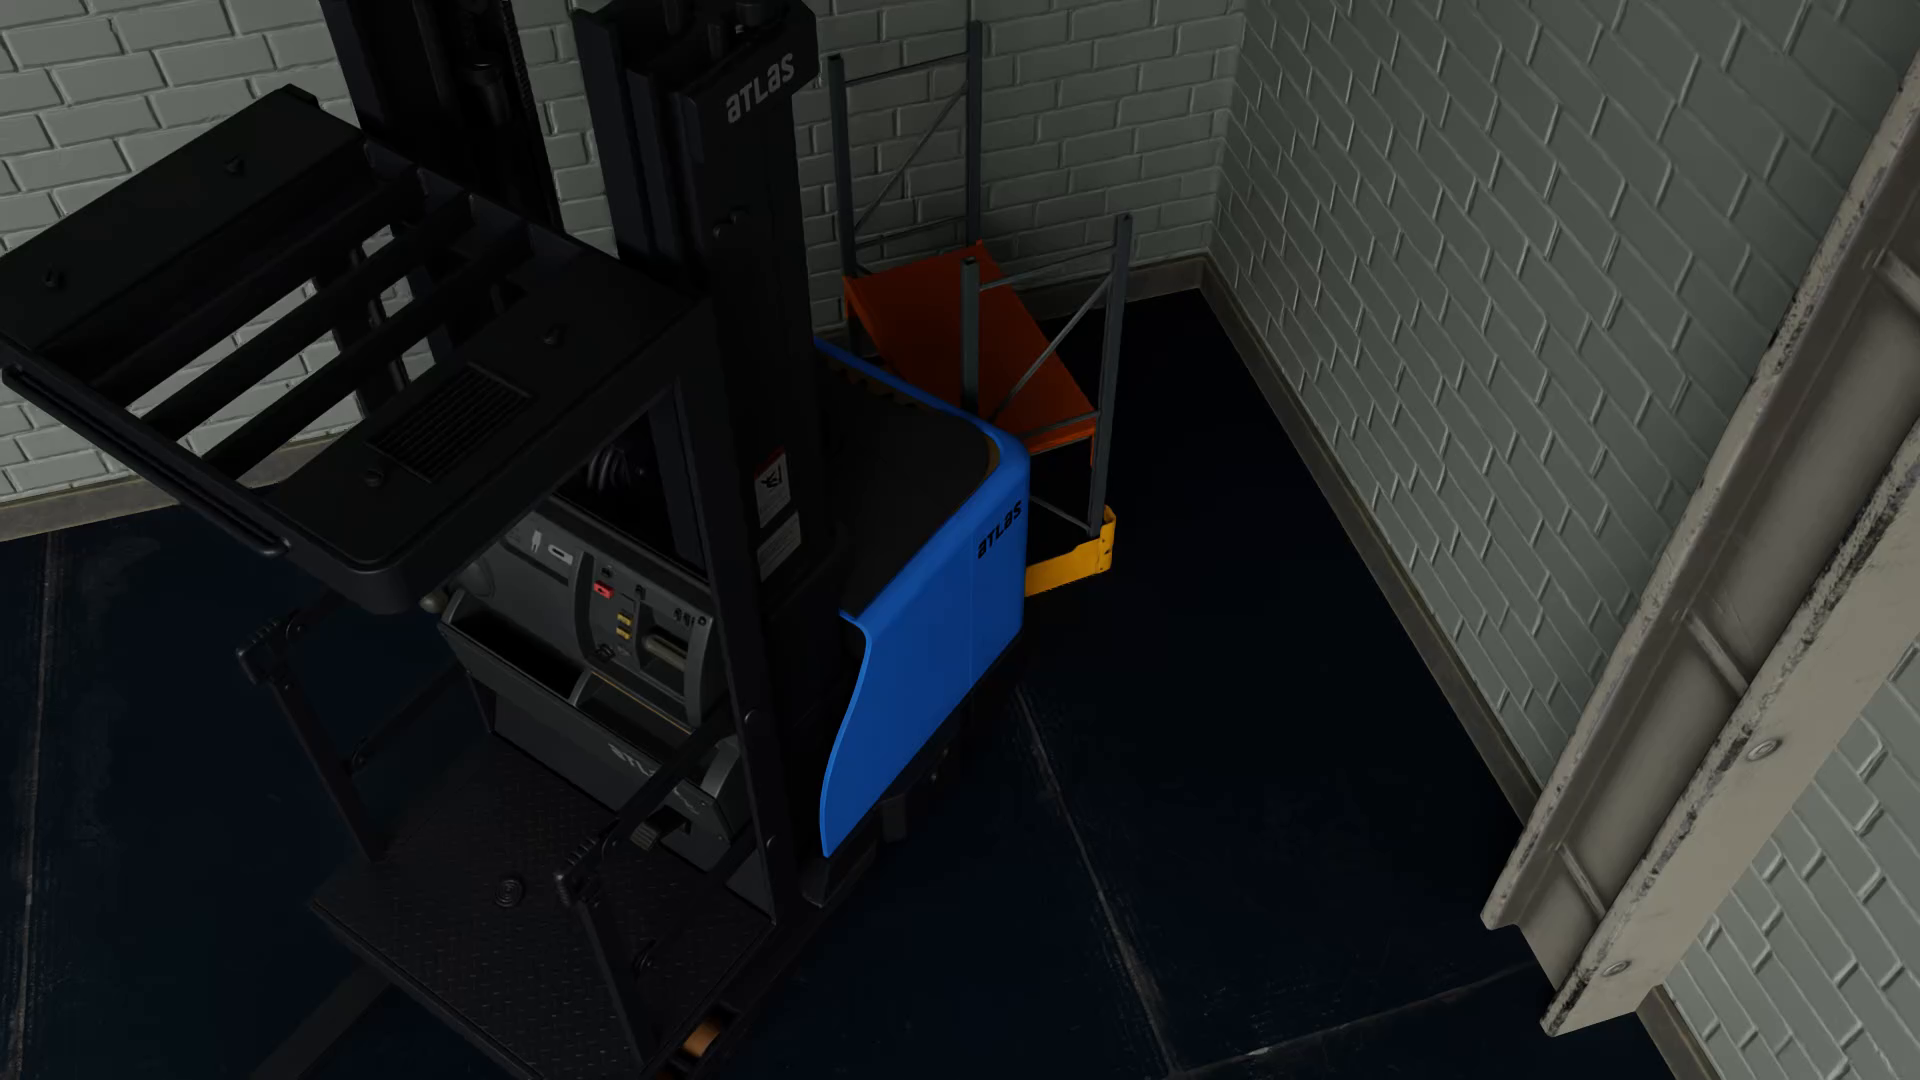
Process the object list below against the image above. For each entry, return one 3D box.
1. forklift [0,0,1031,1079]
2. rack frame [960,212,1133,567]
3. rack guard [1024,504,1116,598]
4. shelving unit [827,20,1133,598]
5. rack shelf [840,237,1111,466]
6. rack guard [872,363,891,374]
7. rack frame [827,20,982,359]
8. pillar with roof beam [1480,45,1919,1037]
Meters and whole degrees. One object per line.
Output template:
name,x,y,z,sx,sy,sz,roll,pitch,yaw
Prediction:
forklift,-1.045,0.197,3.667,1.130,2.935,3.031,28,55,22
rack frame,0.237,-0.327,5.045,0.500,1.500,0.032,-18,52,-15
rack guard,0.236,0.075,5.523,0.587,0.250,0.087,-18,52,-15
shelving unit,0.039,-0.678,5.340,0.587,1.500,1.083,-18,52,-15
rack shelf,0.035,-0.568,5.483,0.538,0.185,1.000,-18,52,-15
rack guard,-0.159,-0.624,6.113,0.587,0.250,0.087,-18,52,-15
rack frame,-0.166,-1.041,5.647,0.500,1.500,0.032,-18,52,-15
pillar with roof beam,-2.399,-0.732,0.481,9.100,9.000,0.400,-13,51,-11
